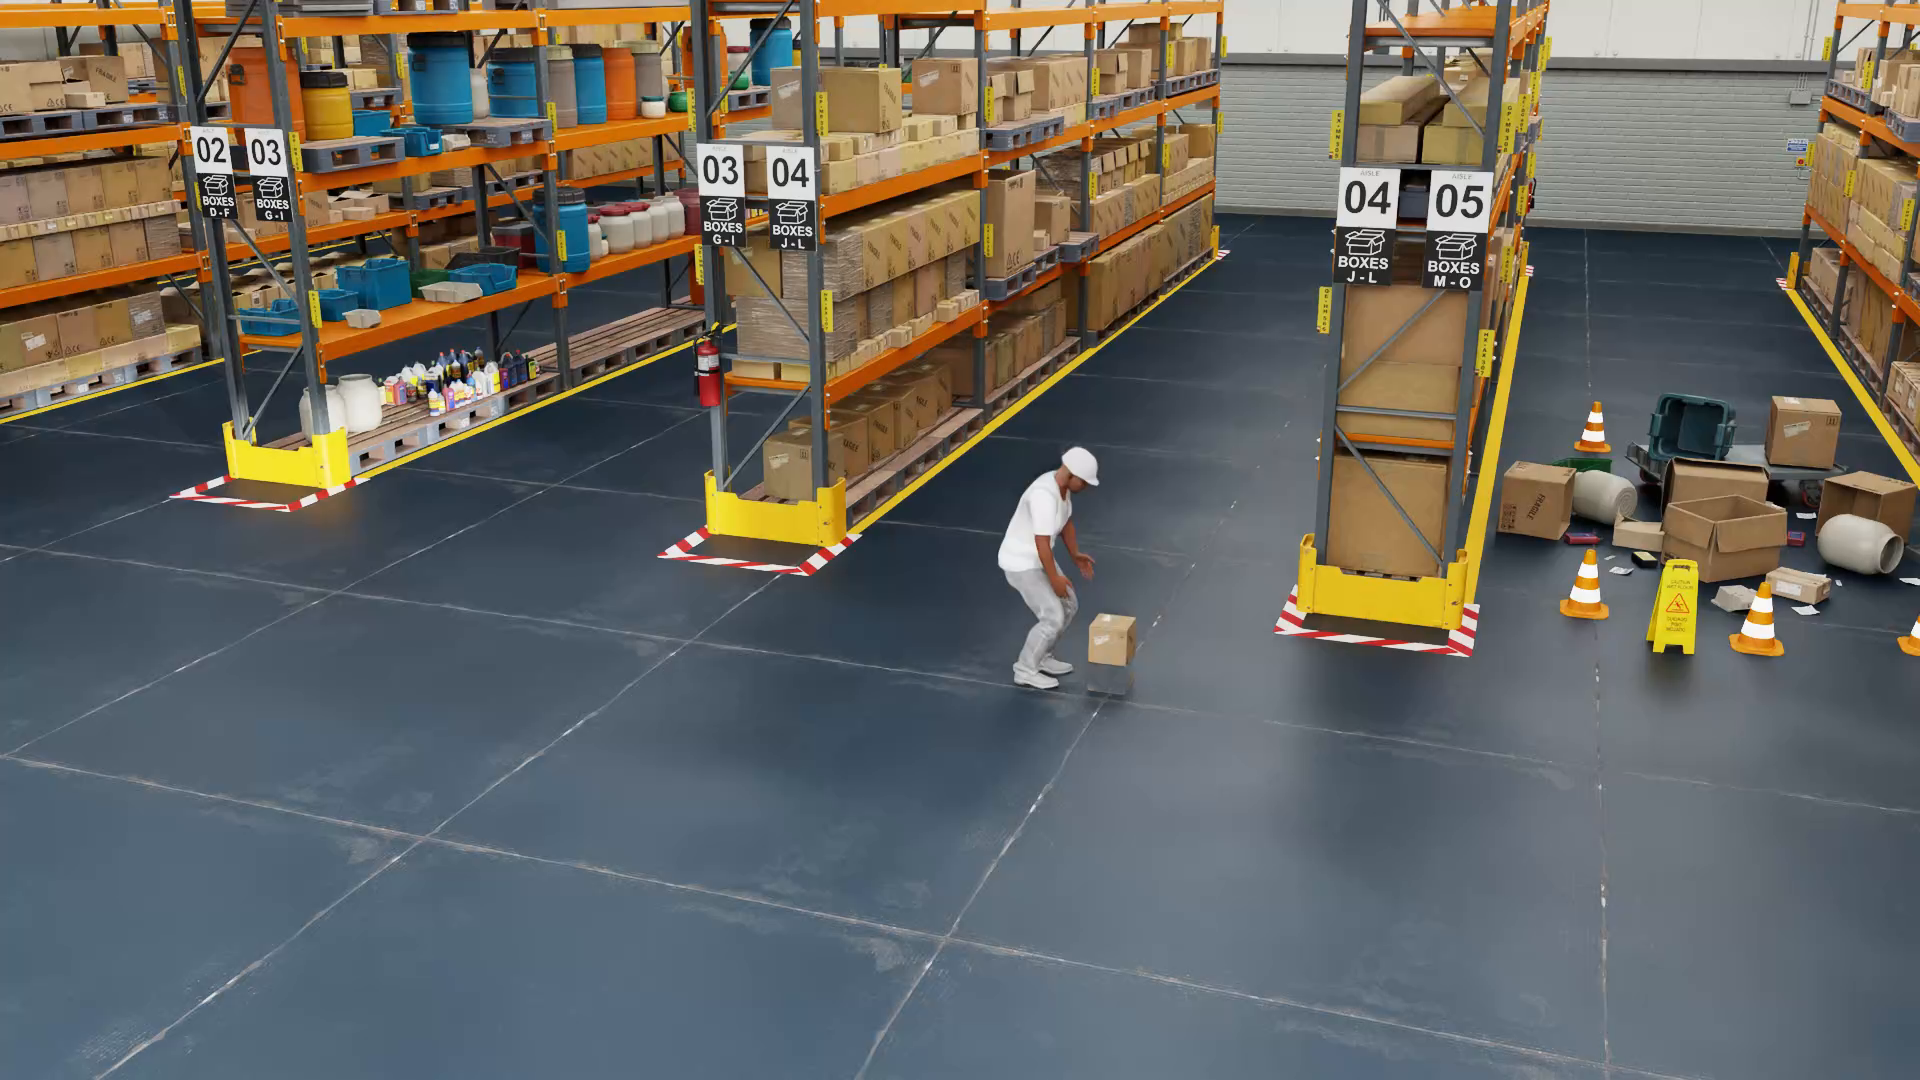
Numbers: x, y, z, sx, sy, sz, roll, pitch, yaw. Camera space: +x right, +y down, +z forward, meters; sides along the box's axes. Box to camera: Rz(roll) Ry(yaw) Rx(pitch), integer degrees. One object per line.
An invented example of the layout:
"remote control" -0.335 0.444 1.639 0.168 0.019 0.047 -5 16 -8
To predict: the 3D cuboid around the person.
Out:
"person" 0.584 0.151 10.852 0.622 1.591 0.620 7 20 19
